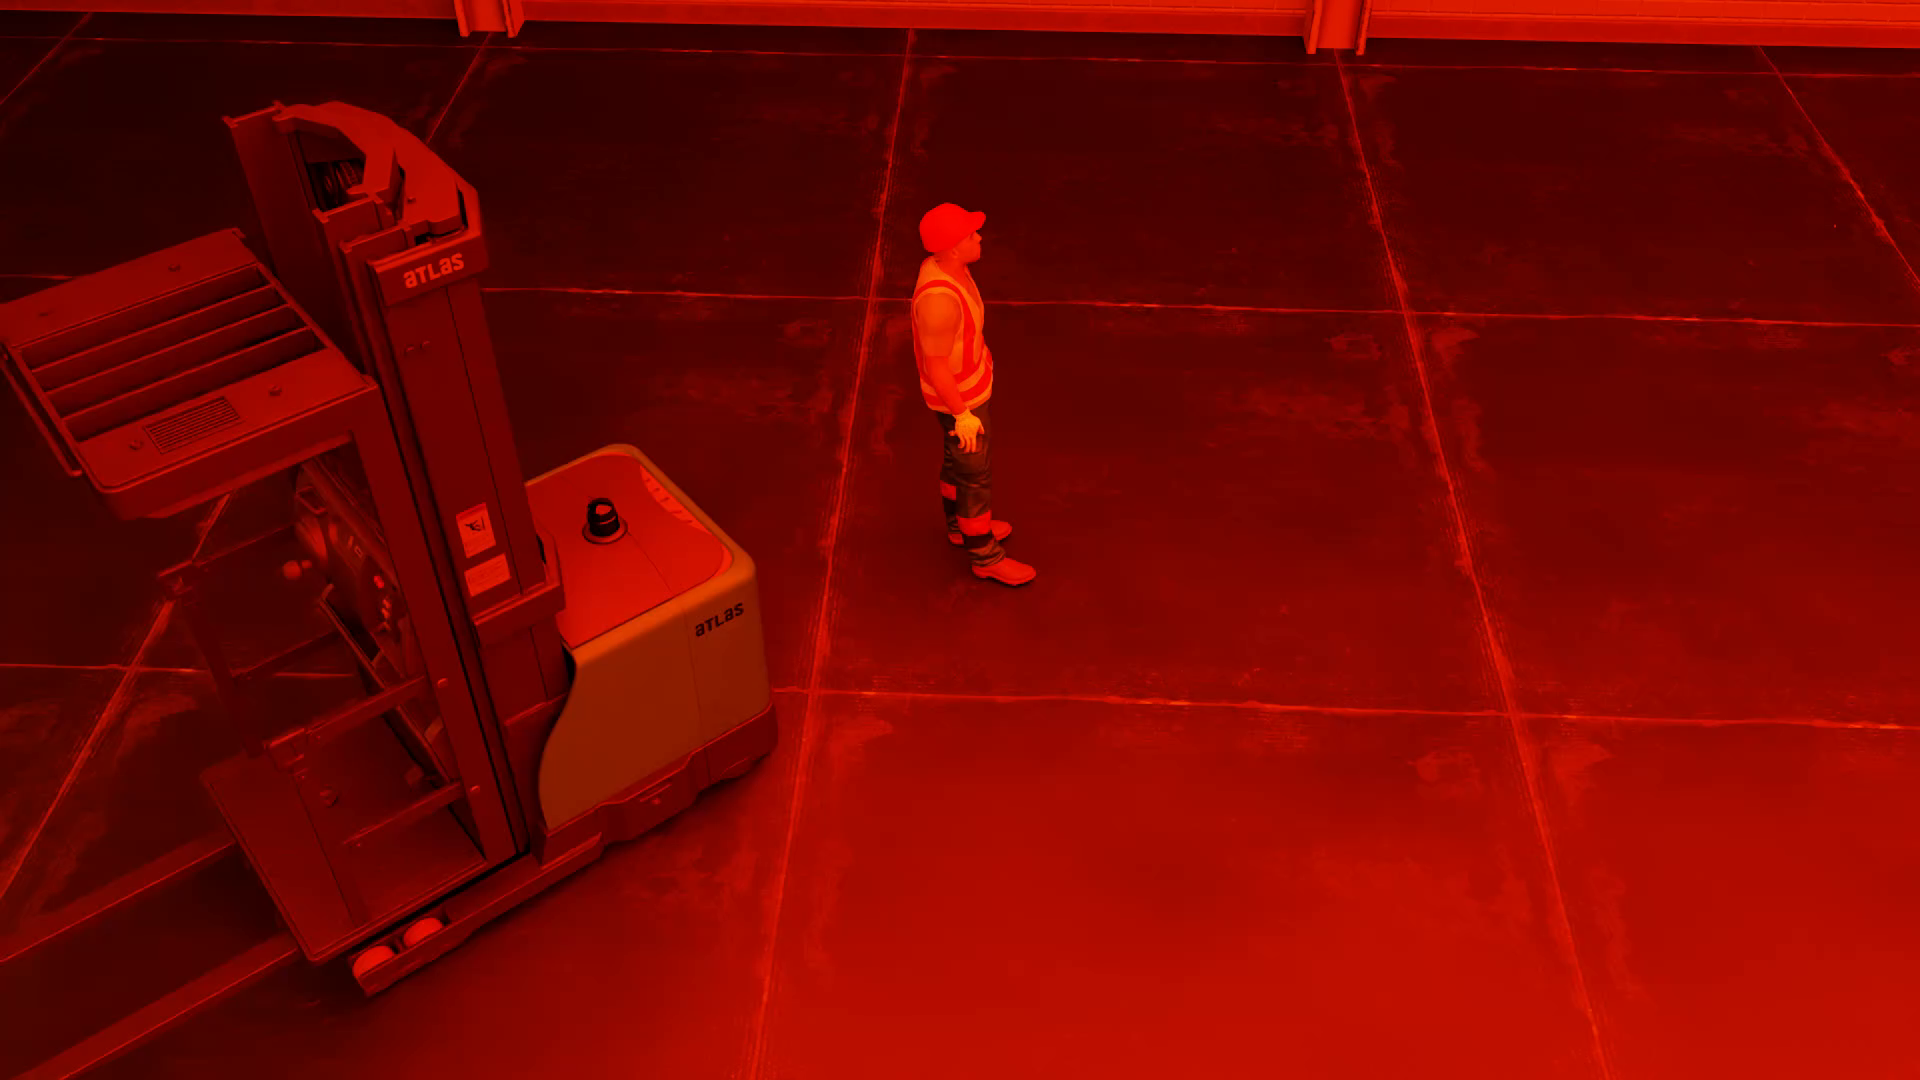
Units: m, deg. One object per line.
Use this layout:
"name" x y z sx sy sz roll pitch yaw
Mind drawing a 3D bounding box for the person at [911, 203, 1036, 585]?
"person" 0.079 -0.656 7.297 0.564 1.787 0.638 2 42 2

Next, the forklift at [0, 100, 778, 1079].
"forklift" -2.222 0.165 5.561 3.031 2.935 1.130 -28 49 -27
